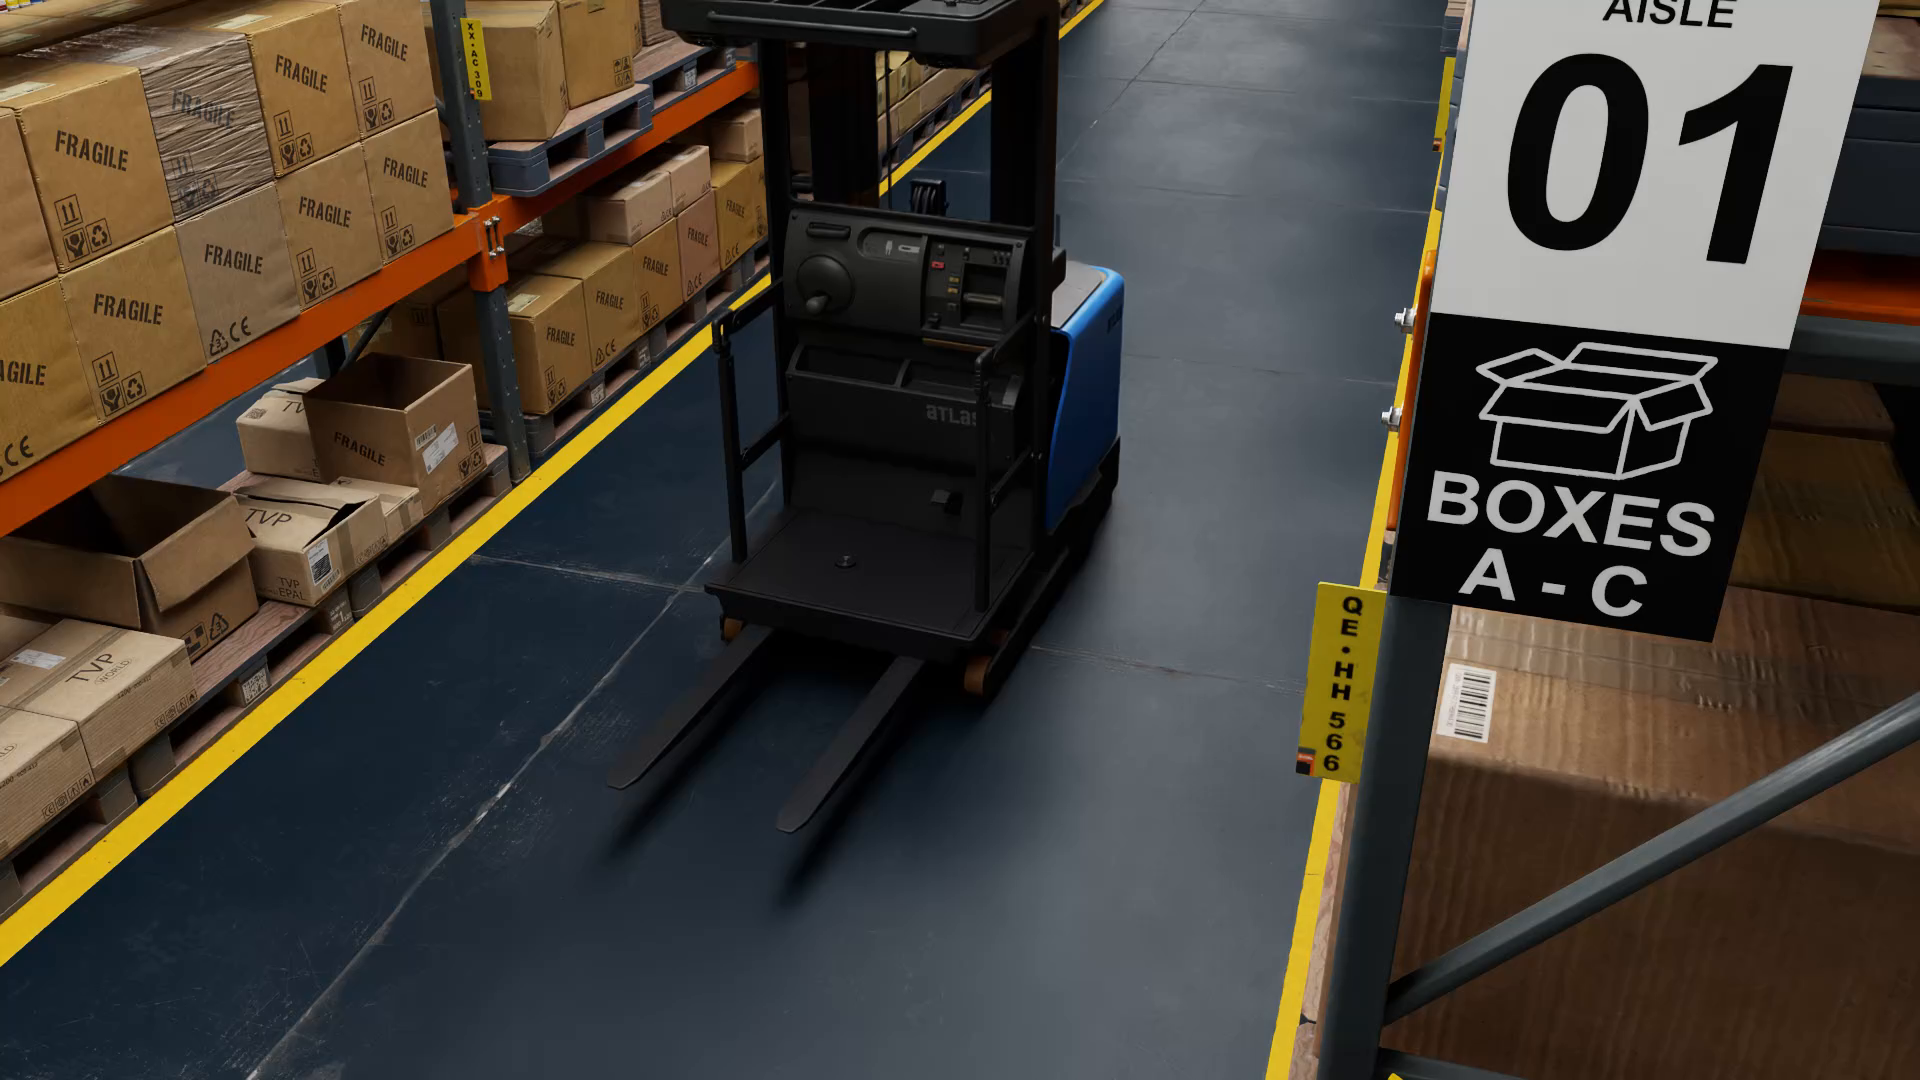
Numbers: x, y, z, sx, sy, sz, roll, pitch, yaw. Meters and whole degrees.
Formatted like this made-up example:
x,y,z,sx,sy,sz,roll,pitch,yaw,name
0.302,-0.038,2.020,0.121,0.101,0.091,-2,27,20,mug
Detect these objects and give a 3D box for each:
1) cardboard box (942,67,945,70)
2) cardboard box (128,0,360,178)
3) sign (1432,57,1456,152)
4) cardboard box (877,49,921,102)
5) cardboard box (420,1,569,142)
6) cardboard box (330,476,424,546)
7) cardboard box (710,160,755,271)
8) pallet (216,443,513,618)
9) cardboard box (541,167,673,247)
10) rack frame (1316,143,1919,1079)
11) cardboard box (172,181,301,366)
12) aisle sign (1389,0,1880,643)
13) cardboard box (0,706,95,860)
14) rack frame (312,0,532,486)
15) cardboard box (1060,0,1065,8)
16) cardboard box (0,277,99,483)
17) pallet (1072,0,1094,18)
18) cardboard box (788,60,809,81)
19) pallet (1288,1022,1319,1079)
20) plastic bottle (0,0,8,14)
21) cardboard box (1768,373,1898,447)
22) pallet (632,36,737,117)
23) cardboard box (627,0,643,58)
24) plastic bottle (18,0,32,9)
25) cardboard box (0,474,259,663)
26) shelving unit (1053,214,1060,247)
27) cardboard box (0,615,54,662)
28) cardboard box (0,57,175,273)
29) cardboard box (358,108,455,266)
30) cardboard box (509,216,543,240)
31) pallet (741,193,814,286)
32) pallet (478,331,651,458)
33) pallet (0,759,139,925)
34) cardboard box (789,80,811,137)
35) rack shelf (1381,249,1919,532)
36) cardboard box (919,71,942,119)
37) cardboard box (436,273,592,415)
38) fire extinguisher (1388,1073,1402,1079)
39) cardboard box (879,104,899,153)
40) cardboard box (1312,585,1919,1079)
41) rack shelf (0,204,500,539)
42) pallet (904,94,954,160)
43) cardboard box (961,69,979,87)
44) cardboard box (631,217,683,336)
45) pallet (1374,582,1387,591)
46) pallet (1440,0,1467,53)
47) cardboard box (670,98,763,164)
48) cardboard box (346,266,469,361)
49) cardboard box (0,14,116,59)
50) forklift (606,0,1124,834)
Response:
x,y,z,sx,sy,sz,roll,pitch,yaw,name
-0.298,-3.905,13.003,0.500,0.311,0.500,8,30,15,cardboard box
-2.555,-1.633,5.969,0.500,0.500,0.500,8,30,14,cardboard box
1.709,-1.502,5.756,0.100,0.325,0.005,8,30,15,sign
-0.600,-3.433,12.154,0.500,0.311,0.500,8,30,14,cardboard box
-2.153,-2.079,7.366,0.700,0.500,0.500,-1,29,-2,cardboard box
-2.455,-0.122,6.863,0.380,0.149,0.250,8,30,15,cardboard box
-1.534,-1.913,9.723,0.500,0.500,0.500,7,30,13,cardboard box
-2.709,-0.125,7.259,1.003,0.211,1.213,8,30,15,pallet
-1.838,-1.746,8.650,0.500,0.250,0.500,9,30,15,cardboard box
1.056,0.901,2.545,1.000,3.000,0.127,8,30,15,rack frame
-2.706,-0.959,5.786,0.500,0.500,0.500,9,30,16,cardboard box
0.748,-0.245,1.930,0.394,0.787,0.004,8,30,15,aisle sign
-3.103,0.760,5.173,0.500,0.250,0.500,8,30,15,cardboard box
-2.506,-1.663,7.154,1.000,3.000,0.127,8,30,15,rack frame
0.712,-5.232,15.965,0.500,0.250,0.500,8,30,15,cardboard box
-3.001,-0.490,4.942,0.500,0.500,0.500,8,30,15,cardboard box
0.832,-5.660,17.207,1.003,0.211,1.213,8,30,15,pallet
-1.267,-3.270,11.862,0.500,0.311,0.500,8,30,14,cardboard box
1.216,1.737,3.911,1.003,0.211,1.213,8,30,15,pallet
-6.096,-3.420,10.517,0.097,0.201,0.097,0,29,0,plastic bottle
1.632,-0.161,4.146,0.980,0.700,0.700,7,30,12,cardboard box
-1.898,-2.534,8.917,1.003,0.211,1.213,8,30,15,pallet
-2.047,-2.720,8.520,0.700,0.500,0.500,1,29,2,cardboard box
-6.039,-3.510,10.679,0.097,0.201,0.097,0,29,0,plastic bottle
-3.053,0.109,6.083,0.797,0.503,0.637,8,30,15,cardboard box
0.300,-0.897,7.629,0.258,1.200,0.189,11,31,18,shelving unit
-3.449,0.480,5.677,0.500,0.250,0.500,8,30,15,cardboard box
-2.852,-1.166,5.128,0.500,0.500,0.500,8,30,14,cardboard box
-2.408,-1.438,6.646,0.500,0.500,0.500,9,30,16,cardboard box
-2.335,-1.495,8.970,0.500,0.500,0.500,9,30,15,cardboard box
-1.587,-1.962,10.560,1.003,0.211,1.213,8,30,15,pallet
-2.303,-0.828,8.521,1.003,0.211,1.213,8,30,15,pallet
-3.425,1.008,5.220,1.003,0.211,1.213,8,30,15,pallet
-0.898,-2.951,11.288,0.500,0.311,0.500,10,30,17,cardboard box
1.643,-1.025,3.662,1.077,0.370,4.000,8,30,15,rack shelf
-0.453,-3.420,12.709,0.500,0.250,0.500,9,30,16,cardboard box
-2.131,-0.953,7.997,0.500,0.500,0.500,7,30,13,cardboard box
0.571,1.102,2.647,0.296,0.674,0.183,8,30,15,fire extinguisher
-0.751,-2.939,11.844,0.500,0.250,0.500,8,30,13,cardboard box
1.197,0.531,2.901,0.980,0.700,0.700,10,31,17,cardboard box
-3.093,-0.419,5.658,1.077,0.370,4.000,8,30,15,rack shelf
-0.693,-3.246,12.867,1.003,0.211,1.213,8,30,15,pallet
-0.153,-3.894,13.561,0.500,0.250,0.500,8,30,14,cardboard box
-1.831,-1.434,8.861,0.500,0.500,0.500,9,30,15,cardboard box
1.932,0.603,5.949,1.003,0.211,1.213,8,30,15,pallet
3.512,-3.080,9.898,1.213,0.211,1.003,8,30,15,pallet
-1.395,-2.455,9.925,0.500,0.250,0.500,10,31,17,cardboard box
-2.635,-1.033,8.141,0.500,0.500,0.500,8,30,15,cardboard box
-3.216,-1.486,5.705,0.500,0.500,0.500,8,30,13,cardboard box
-0.286,-0.922,5.893,1.130,2.935,3.031,11,31,18,forklift
